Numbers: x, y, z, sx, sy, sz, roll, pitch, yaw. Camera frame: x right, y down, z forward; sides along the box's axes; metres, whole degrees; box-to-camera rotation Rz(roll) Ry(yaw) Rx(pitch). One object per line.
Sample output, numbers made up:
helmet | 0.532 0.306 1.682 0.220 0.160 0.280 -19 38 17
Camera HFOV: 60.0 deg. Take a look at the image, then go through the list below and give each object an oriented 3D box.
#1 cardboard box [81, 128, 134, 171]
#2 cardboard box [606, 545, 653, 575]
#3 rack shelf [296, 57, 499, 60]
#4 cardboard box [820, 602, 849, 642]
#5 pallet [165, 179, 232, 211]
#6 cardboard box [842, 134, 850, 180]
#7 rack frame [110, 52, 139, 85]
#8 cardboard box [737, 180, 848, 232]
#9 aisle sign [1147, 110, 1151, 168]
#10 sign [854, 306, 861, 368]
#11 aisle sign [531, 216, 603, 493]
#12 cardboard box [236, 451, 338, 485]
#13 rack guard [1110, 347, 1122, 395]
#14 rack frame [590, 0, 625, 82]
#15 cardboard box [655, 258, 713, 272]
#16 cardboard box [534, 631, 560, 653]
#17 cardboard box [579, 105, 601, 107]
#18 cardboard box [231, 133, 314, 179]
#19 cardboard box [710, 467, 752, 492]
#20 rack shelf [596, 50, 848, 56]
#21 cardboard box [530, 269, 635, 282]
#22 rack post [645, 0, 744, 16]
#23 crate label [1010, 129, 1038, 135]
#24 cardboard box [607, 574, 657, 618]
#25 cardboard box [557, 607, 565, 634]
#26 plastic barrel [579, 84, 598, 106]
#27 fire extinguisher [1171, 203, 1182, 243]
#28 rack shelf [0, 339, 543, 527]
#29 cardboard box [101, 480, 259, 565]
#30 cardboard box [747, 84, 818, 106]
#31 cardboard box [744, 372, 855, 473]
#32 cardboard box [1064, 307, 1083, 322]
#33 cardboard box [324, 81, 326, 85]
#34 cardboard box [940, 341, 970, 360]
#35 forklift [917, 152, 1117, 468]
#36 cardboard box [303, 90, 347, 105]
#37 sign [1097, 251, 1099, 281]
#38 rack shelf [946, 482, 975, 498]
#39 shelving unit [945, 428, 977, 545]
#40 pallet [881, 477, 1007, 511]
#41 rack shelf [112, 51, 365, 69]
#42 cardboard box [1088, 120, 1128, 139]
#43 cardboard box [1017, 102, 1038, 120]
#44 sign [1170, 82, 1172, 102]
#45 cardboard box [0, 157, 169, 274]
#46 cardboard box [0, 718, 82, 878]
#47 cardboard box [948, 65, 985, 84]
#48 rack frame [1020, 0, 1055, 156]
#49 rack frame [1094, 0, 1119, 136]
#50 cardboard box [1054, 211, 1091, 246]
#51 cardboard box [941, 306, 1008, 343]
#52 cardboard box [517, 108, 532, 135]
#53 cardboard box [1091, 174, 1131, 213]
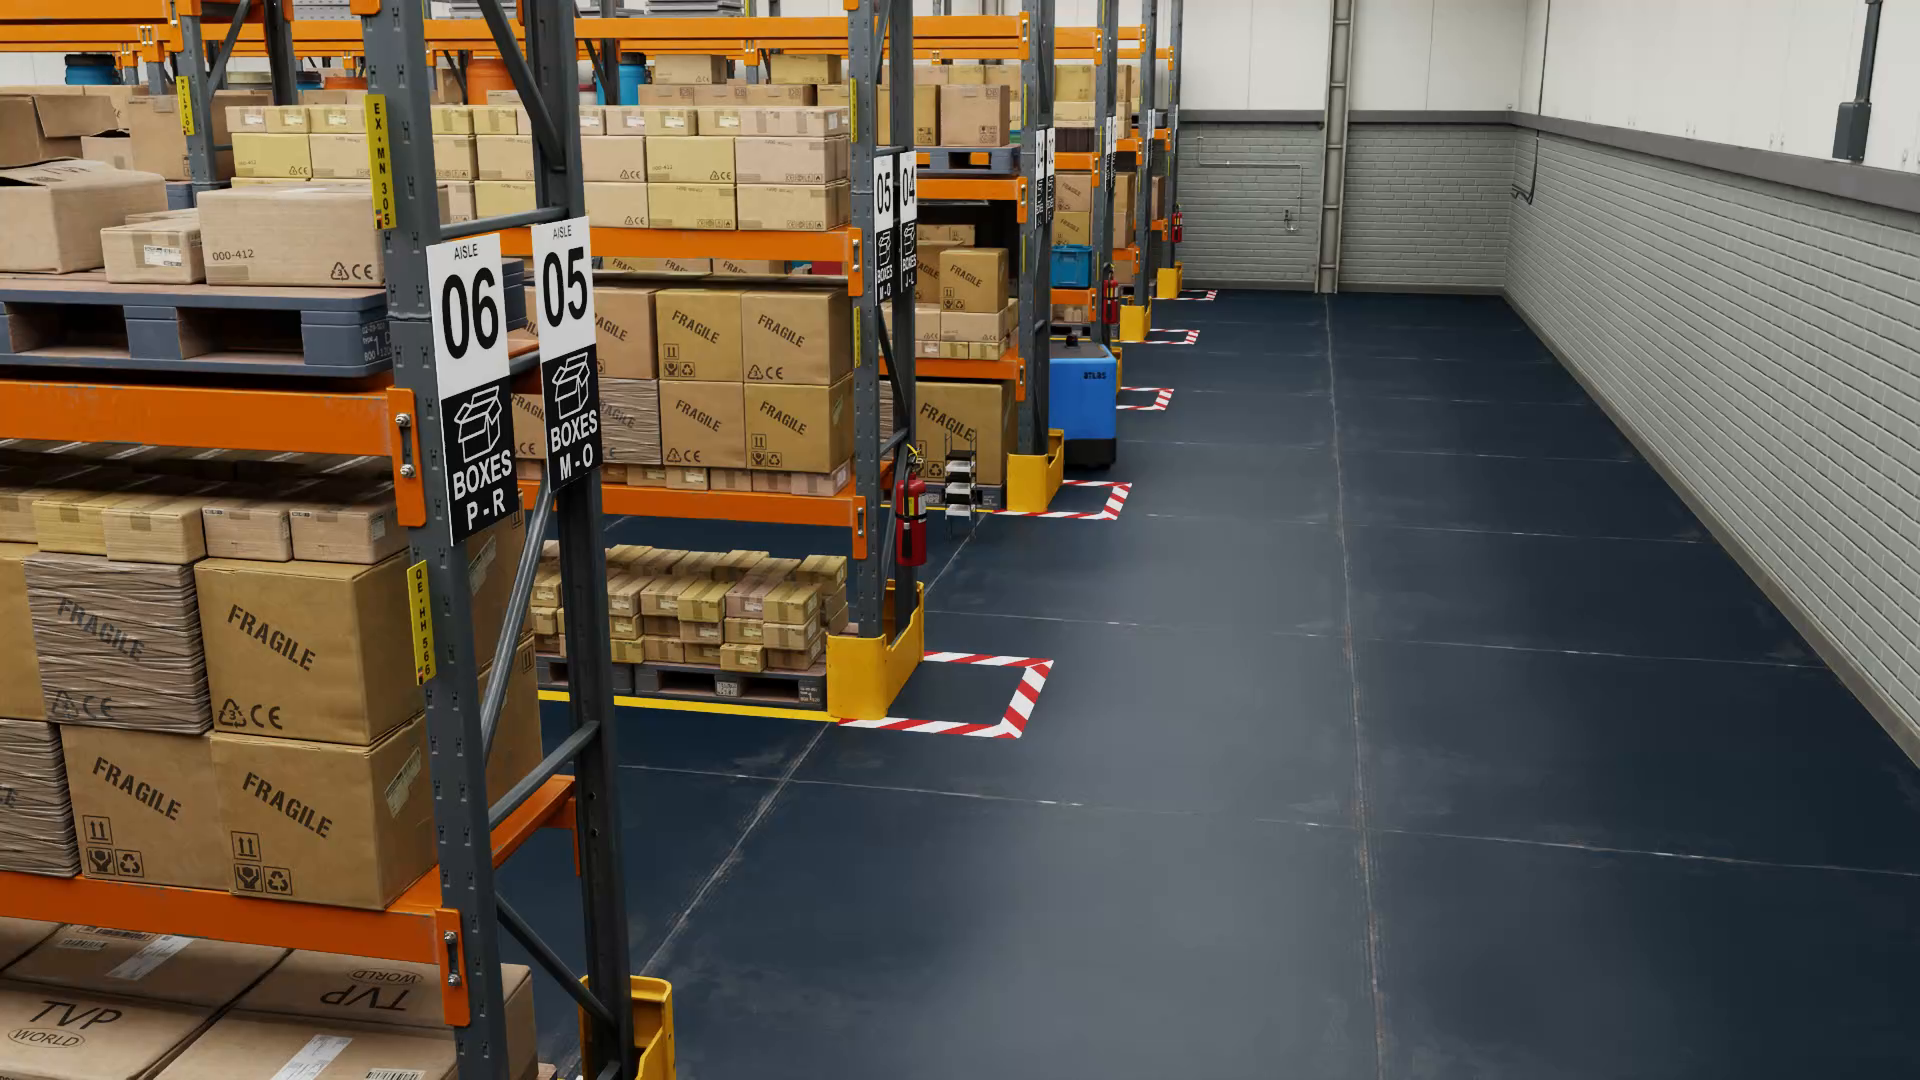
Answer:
cardboard box | -5.172 -2.467 10.540 0.500 0.311 0.500 3 16 10
cardboard box | -2.171 0.156 10.750 0.250 0.149 0.380 3 16 12
rack shelf | -10.103 -9.014 30.532 4.000 0.370 1.077 3 16 11
cardboard box | -0.882 0.512 10.577 0.250 0.149 0.380 3 16 12
pallet | -4.935 -2.176 10.461 1.003 0.211 1.213 3 16 11
cardboard box | -0.820 -2.253 9.734 0.500 0.250 0.500 3 16 12
rack frame | -13.046 -8.173 26.140 0.127 3.000 1.000 3 16 11
cardboard box | -0.930 -1.876 9.306 0.500 0.250 0.500 3 16 10
aisle sign | 2.639 -5.600 23.219 0.004 0.787 0.394 3 16 11
sign | -0.562 -1.114 9.132 0.005 0.325 0.100 3 16 11
aisle sign | -1.191 -0.572 5.068 0.004 0.787 0.394 3 16 11
cardboard box | -2.115 -0.220 5.393 0.250 0.149 0.380 4 16 13
rack guard | 1.669 -1.933 19.533 0.348 0.500 1.175 3 16 11
rack frame | -5.206 -7.747 24.604 0.127 3.000 1.000 3 16 11
cardboard box | -2.365 -2.364 14.727 0.500 0.500 0.500 3 16 11
cardboard box | -2.507 0.567 10.379 0.250 0.149 0.380 4 16 13
cardboard box | -2.220 -2.521 9.952 0.250 0.149 0.380 4 16 13
cardboard box | -3.928 -2.286 9.851 0.500 0.250 0.500 4 16 13
cardboard box | -1.293 -0.402 9.795 0.250 0.149 0.380 3 16 11
rack shelf | -3.246 -7.102 24.369 4.000 0.370 1.077 3 16 11
cardboard box | -2.320 -1.399 10.306 0.500 0.500 0.500 3 16 9
rack post | -3.097 -6.256 19.360 0.954 0.300 0.937 3 16 10
crate label | 0.803 -4.643 19.293 0.502 0.251 0.408 3 16 11
cardboard box | -2.031 0.337 10.097 0.250 0.149 0.380 4 16 13
cardboard box | -2.273 0.457 10.218 0.250 0.149 0.380 4 16 14
plastic barrel | -4.430 -5.219 20.055 0.433 0.535 0.433 0 15 0
fire extinguisher | 3.673 -5.381 28.143 0.183 0.674 0.296 3 16 11
rack shelf | -3.279 -0.452 5.235 4.000 0.370 1.077 3 16 11
cardboard box | -2.234 -0.055 4.798 0.250 0.149 0.380 3 16 11
cardboard box | -1.475 -3.676 14.363 0.500 0.500 0.700 4 16 14
cardboard box | -0.924 -0.696 9.639 0.500 0.500 0.500 3 16 12
cardboard box | 1.672 -3.287 24.223 0.250 0.166 0.380 3 16 11
cardboard box | -9.567 -6.929 26.030 0.500 0.500 0.500 4 16 16
cardboard box | -0.014 -1.665 14.353 0.250 0.149 0.380 3 16 12
forklift | -0.035 -2.198 15.936 3.031 2.935 1.130 -1 15 -2
cardboard box | -5.709 -3.925 15.449 0.500 0.500 0.500 4 16 14
sign | 1.549 -3.069 18.647 0.005 0.325 0.100 3 16 11
rack shelf | 0.008 -0.401 13.379 0.200 0.077 0.258 3 16 11
shelving unit | 0.008 -0.433 13.370 0.210 0.900 0.258 3 16 11
pallet | -0.144 -0.518 14.966 1.213 0.211 1.003 3 16 11
rack shelf | -11.086 -7.527 25.906 4.000 0.370 1.077 3 16 11
cardboard box | 2.077 -5.762 23.338 0.500 0.250 0.500 3 16 11
cardboard box | 1.100 -6.060 23.475 0.500 0.250 0.500 3 16 11
sign | 3.495 -7.420 27.529 0.005 0.325 0.100 3 16 11
cardboard box | -2.776 -0.993 5.032 0.500 0.311 0.500 3 16 12
cardboard box | -2.840 0.693 5.184 0.500 0.500 0.500 4 16 13
cardboard box | 0.150 -6.515 23.712 0.500 0.500 0.700 3 16 11
rack frame | 0.655 -4.731 13.713 0.127 3.000 1.000 3 16 11
rack frame | 1.642 -6.026 18.390 0.127 3.000 1.000 3 16 11
cardboard box | 1.631 -4.458 23.780 0.500 0.500 0.500 3 16 12
cardboard box | 0.128 -1.867 14.337 0.500 0.250 0.500 3 16 10
cardboard box | -2.320 -2.382 9.451 0.250 0.149 0.380 3 16 10
cardboard box | 2.142 -4.913 23.547 0.500 0.500 0.500 3 16 11
